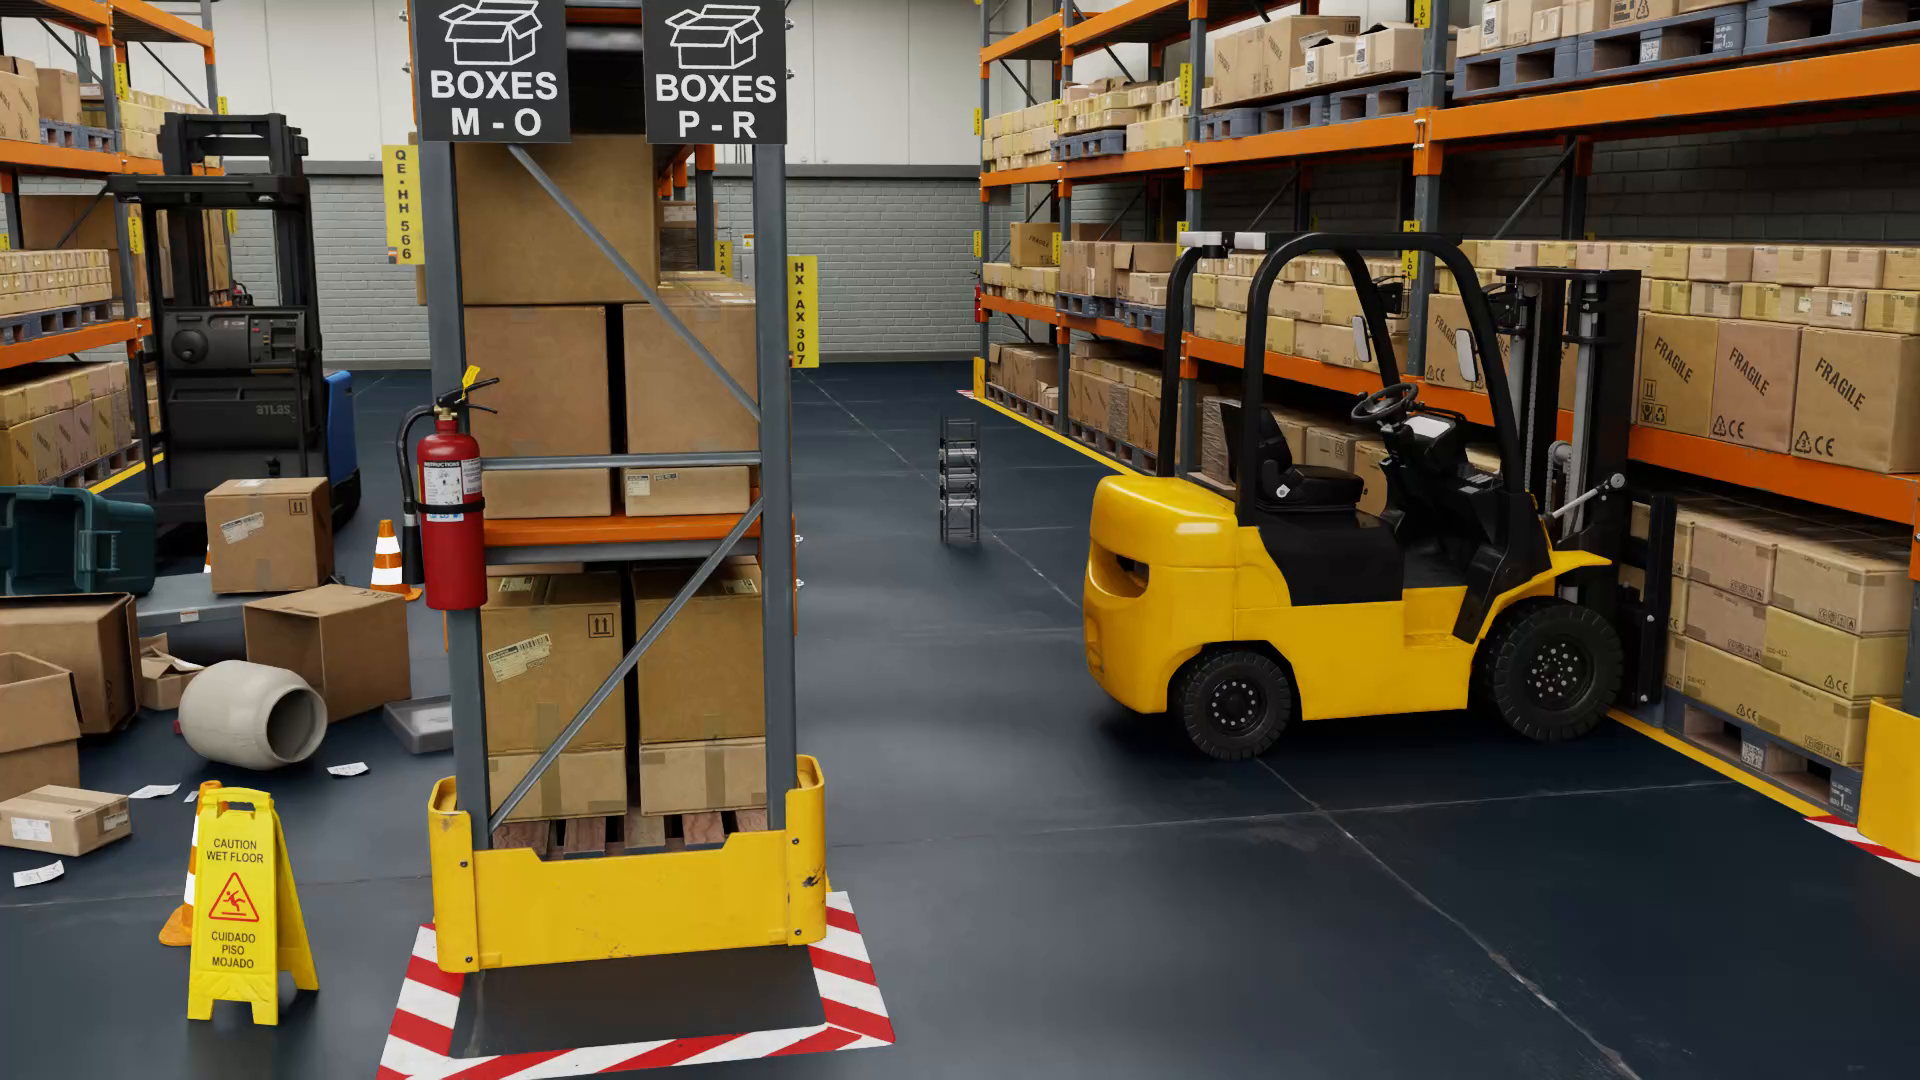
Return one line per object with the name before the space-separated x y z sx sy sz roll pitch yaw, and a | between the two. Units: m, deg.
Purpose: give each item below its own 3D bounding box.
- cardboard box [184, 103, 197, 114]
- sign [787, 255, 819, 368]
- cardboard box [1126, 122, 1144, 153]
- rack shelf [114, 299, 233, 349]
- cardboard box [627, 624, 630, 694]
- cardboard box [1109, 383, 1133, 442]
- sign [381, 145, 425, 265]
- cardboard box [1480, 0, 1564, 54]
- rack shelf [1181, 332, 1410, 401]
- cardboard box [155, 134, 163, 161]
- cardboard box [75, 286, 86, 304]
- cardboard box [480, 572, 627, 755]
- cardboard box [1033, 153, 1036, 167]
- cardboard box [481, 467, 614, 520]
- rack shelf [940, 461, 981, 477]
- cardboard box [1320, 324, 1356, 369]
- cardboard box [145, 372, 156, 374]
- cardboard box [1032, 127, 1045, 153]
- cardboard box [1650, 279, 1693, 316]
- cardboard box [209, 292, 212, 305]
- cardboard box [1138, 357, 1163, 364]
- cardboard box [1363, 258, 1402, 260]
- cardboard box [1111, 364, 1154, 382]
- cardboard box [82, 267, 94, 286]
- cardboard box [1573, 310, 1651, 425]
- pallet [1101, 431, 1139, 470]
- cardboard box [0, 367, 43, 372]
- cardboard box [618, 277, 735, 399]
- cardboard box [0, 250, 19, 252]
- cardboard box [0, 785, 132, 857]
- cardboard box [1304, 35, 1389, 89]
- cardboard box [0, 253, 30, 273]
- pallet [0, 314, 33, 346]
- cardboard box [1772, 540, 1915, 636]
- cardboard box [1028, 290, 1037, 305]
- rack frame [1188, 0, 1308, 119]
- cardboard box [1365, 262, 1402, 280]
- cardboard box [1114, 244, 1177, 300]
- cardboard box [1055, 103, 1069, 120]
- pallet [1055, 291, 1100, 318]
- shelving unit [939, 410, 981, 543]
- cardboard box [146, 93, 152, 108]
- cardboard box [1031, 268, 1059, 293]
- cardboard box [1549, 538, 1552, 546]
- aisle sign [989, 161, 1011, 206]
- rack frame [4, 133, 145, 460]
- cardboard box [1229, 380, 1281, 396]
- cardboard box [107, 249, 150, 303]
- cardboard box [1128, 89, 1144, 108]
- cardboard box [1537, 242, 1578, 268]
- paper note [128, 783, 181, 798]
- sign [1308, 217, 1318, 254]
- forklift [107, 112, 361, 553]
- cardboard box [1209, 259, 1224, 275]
cardboard box | -8.433 -4.611 17.874 0.380 0.149 0.250 -2 11 -10
sign | -0.466 -0.669 4.874 0.100 0.325 0.005 -2 11 -11
cardboard box | 1.780 -3.542 14.660 0.500 0.250 0.500 -2 11 -11
rack shelf | -8.557 -2.240 17.366 1.077 0.370 4.000 -2 11 -11
cardboard box | -1.706 0.499 7.281 0.500 0.250 0.500 -2 11 -12
cardboard box | 1.710 -1.203 15.558 0.500 0.500 0.500 -3 11 -13
sign | -1.547 -0.932 4.627 0.100 0.325 0.005 -2 11 -11
cardboard box | 3.014 -2.663 8.489 0.500 0.311 0.500 -2 11 -10
rack shelf | 2.703 -1.152 11.652 1.077 0.370 4.000 -2 11 -11
cardboard box | -8.188 -3.909 16.588 0.500 0.250 0.500 -2 11 -9
cardboard box | -7.751 -2.104 14.278 0.380 0.149 0.250 -3 11 -14
cardboard box | -1.410 0.415 5.721 0.500 0.500 0.500 -2 11 -11
cardboard box | 1.021 -4.201 18.397 0.380 0.149 0.250 -2 11 -9
cardboard box | -1.281 -0.161 5.194 0.380 0.149 0.250 -2 11 -9
rack shelf | -0.002 -0.499 11.610 0.258 0.077 0.200 -2 11 -11
cardboard box | 2.634 -1.240 10.591 0.500 0.250 0.500 -2 11 -11
cardboard box | -8.311 -1.683 17.425 0.380 0.149 0.250 -2 11 -11
cardboard box | 1.085 -4.326 17.988 0.500 0.250 0.500 -3 11 -13
cardboard box | 3.254 -1.061 7.245 0.380 0.149 0.250 -2 11 -11
cardboard box | -8.458 -2.649 18.262 0.380 0.149 0.250 -2 11 -9
cardboard box | 2.002 -1.754 16.716 0.380 0.149 0.250 -2 11 -10
cardboard box | 2.983 -1.860 11.445 0.380 0.149 0.250 -2 11 -11
cardboard box | 1.660 -1.590 15.858 0.380 0.149 0.250 -2 11 -9
cardboard box | -7.800 -2.296 14.489 0.380 0.149 0.250 -2 11 -9
cardboard box | 3.216 -0.816 7.696 0.500 0.500 0.500 -2 11 -11
pallet | 1.972 -0.864 15.673 1.003 0.211 1.213 -2 11 -11
cardboard box | -8.178 -1.330 14.221 0.500 0.250 0.500 -2 11 -9
cardboard box | -1.234 -0.891 7.294 0.500 0.500 0.500 -2 11 -9
cardboard box | -8.483 -2.462 14.565 0.380 0.149 0.250 -2 11 -9
cardboard box | -3.235 1.010 5.994 0.380 0.149 0.250 4 11 18
cardboard box | 2.562 -3.089 10.728 0.500 0.311 0.500 -3 11 -13
cardboard box | -7.494 -2.152 12.939 0.380 0.149 0.250 -2 11 -8
pallet | -7.634 -1.525 12.201 1.213 0.211 1.003 -2 11 -11
cardboard box | 3.474 0.175 6.312 0.500 0.250 0.500 -2 11 -9
cardboard box | 0.978 -2.721 18.640 0.380 0.149 0.250 -2 11 -12
rack frame | 2.314 -4.820 12.951 1.000 3.000 0.127 -2 11 -11
cardboard box | 2.743 -1.655 10.366 0.380 0.149 0.250 -2 11 -11
cardboard box | 1.815 -2.422 15.001 0.797 0.503 0.637 -2 11 -12
cardboard box | 1.164 -4.287 16.662 0.380 0.149 0.250 -2 11 -9
pallet | 1.584 -2.361 16.594 1.003 0.211 1.213 -2 11 -11
shelving unit | -0.002 -0.444 11.620 0.258 0.900 0.210 -2 11 -11
cardboard box | -8.188 -4.321 16.352 0.380 0.149 0.250 -2 11 -13
cardboard box | 1.085 -2.854 18.277 0.500 0.250 0.500 -2 11 -11
cardboard box | 3.069 0.045 8.332 0.500 0.250 0.500 -2 11 -11
aisle sign | 0.456 -4.619 20.988 0.394 0.787 0.004 -2 11 -11
rack frame | -8.168 -2.226 15.371 1.000 3.000 0.127 -2 11 -11
cardboard box | 2.518 -1.276 14.208 0.380 0.149 0.250 -2 11 -8
cardboard box | -8.018 -2.522 15.860 0.500 0.500 0.500 -2 11 -12
cardboard box | 1.704 -3.905 14.706 0.380 0.149 0.250 -2 11 -11
cardboard box | 3.087 -1.395 8.205 0.380 0.149 0.250 -2 11 -12
paper note | -3.153 0.978 6.508 0.148 0.019 0.142 2 11 9
sign | 2.857 -2.462 13.513 0.100 0.325 0.005 -2 11 -11
forklift | -4.992 -1.421 11.325 1.130 2.935 3.031 -2 11 -9
cardboard box | 2.140 -2.122 12.822 0.380 0.149 0.250 -2 11 -10
